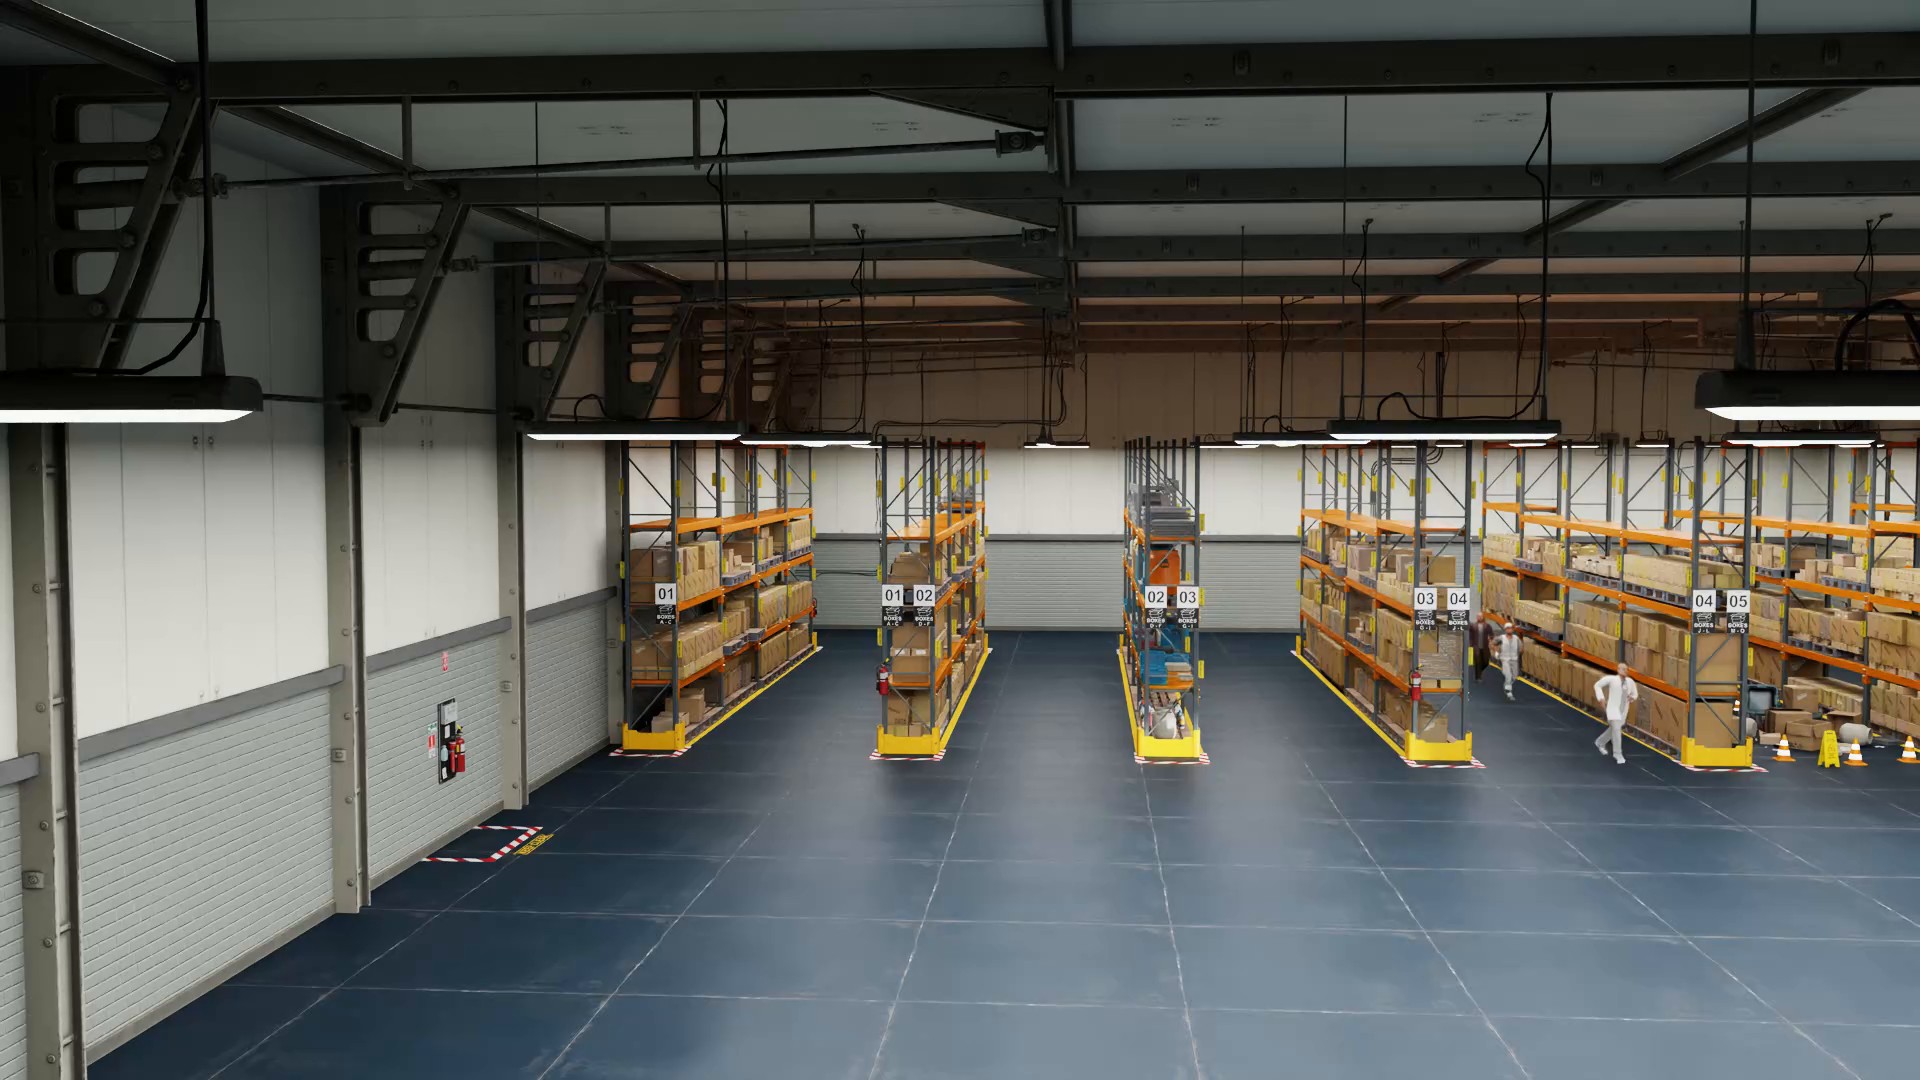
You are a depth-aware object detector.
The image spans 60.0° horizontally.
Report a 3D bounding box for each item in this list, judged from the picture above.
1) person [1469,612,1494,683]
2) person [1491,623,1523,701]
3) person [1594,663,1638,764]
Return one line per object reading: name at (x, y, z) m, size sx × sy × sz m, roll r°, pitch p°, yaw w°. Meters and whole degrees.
person at (12.848, 2.655, 41.167) m, size 0.741 × 1.735 × 0.792 m, roll 0°, pitch 3°, yaw 5°
person at (12.595, 2.782, 38.192) m, size 0.655 × 1.767 × 0.967 m, roll 0°, pitch 3°, yaw -2°
person at (12.229, 3.181, 30.903) m, size 0.735 × 1.785 × 1.044 m, roll -1°, pitch 3°, yaw -15°
